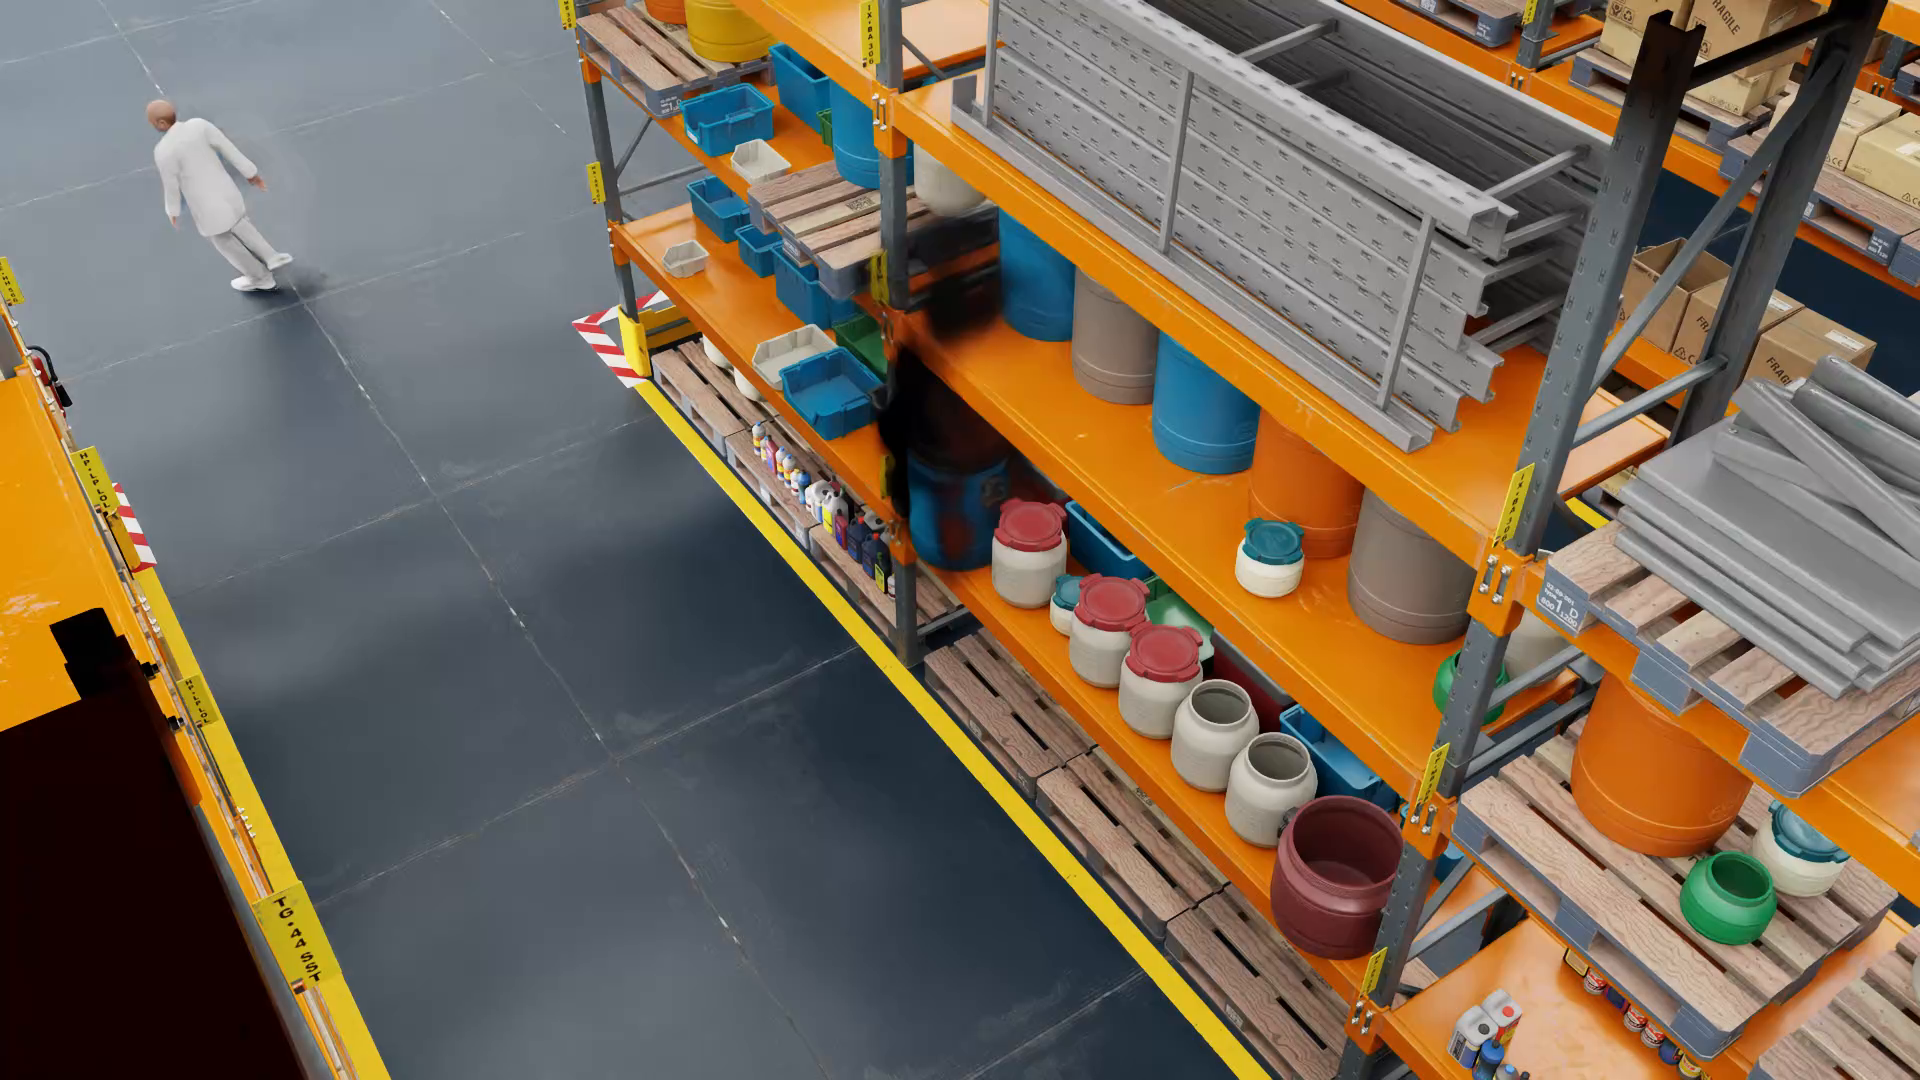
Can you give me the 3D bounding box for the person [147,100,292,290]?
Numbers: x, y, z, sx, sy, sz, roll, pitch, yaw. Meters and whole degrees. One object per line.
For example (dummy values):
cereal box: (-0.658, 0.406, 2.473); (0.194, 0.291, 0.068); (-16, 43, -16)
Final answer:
person: (-6.028, -2.786, 13.518); (0.580, 1.734, 0.759); (18, 46, 19)
